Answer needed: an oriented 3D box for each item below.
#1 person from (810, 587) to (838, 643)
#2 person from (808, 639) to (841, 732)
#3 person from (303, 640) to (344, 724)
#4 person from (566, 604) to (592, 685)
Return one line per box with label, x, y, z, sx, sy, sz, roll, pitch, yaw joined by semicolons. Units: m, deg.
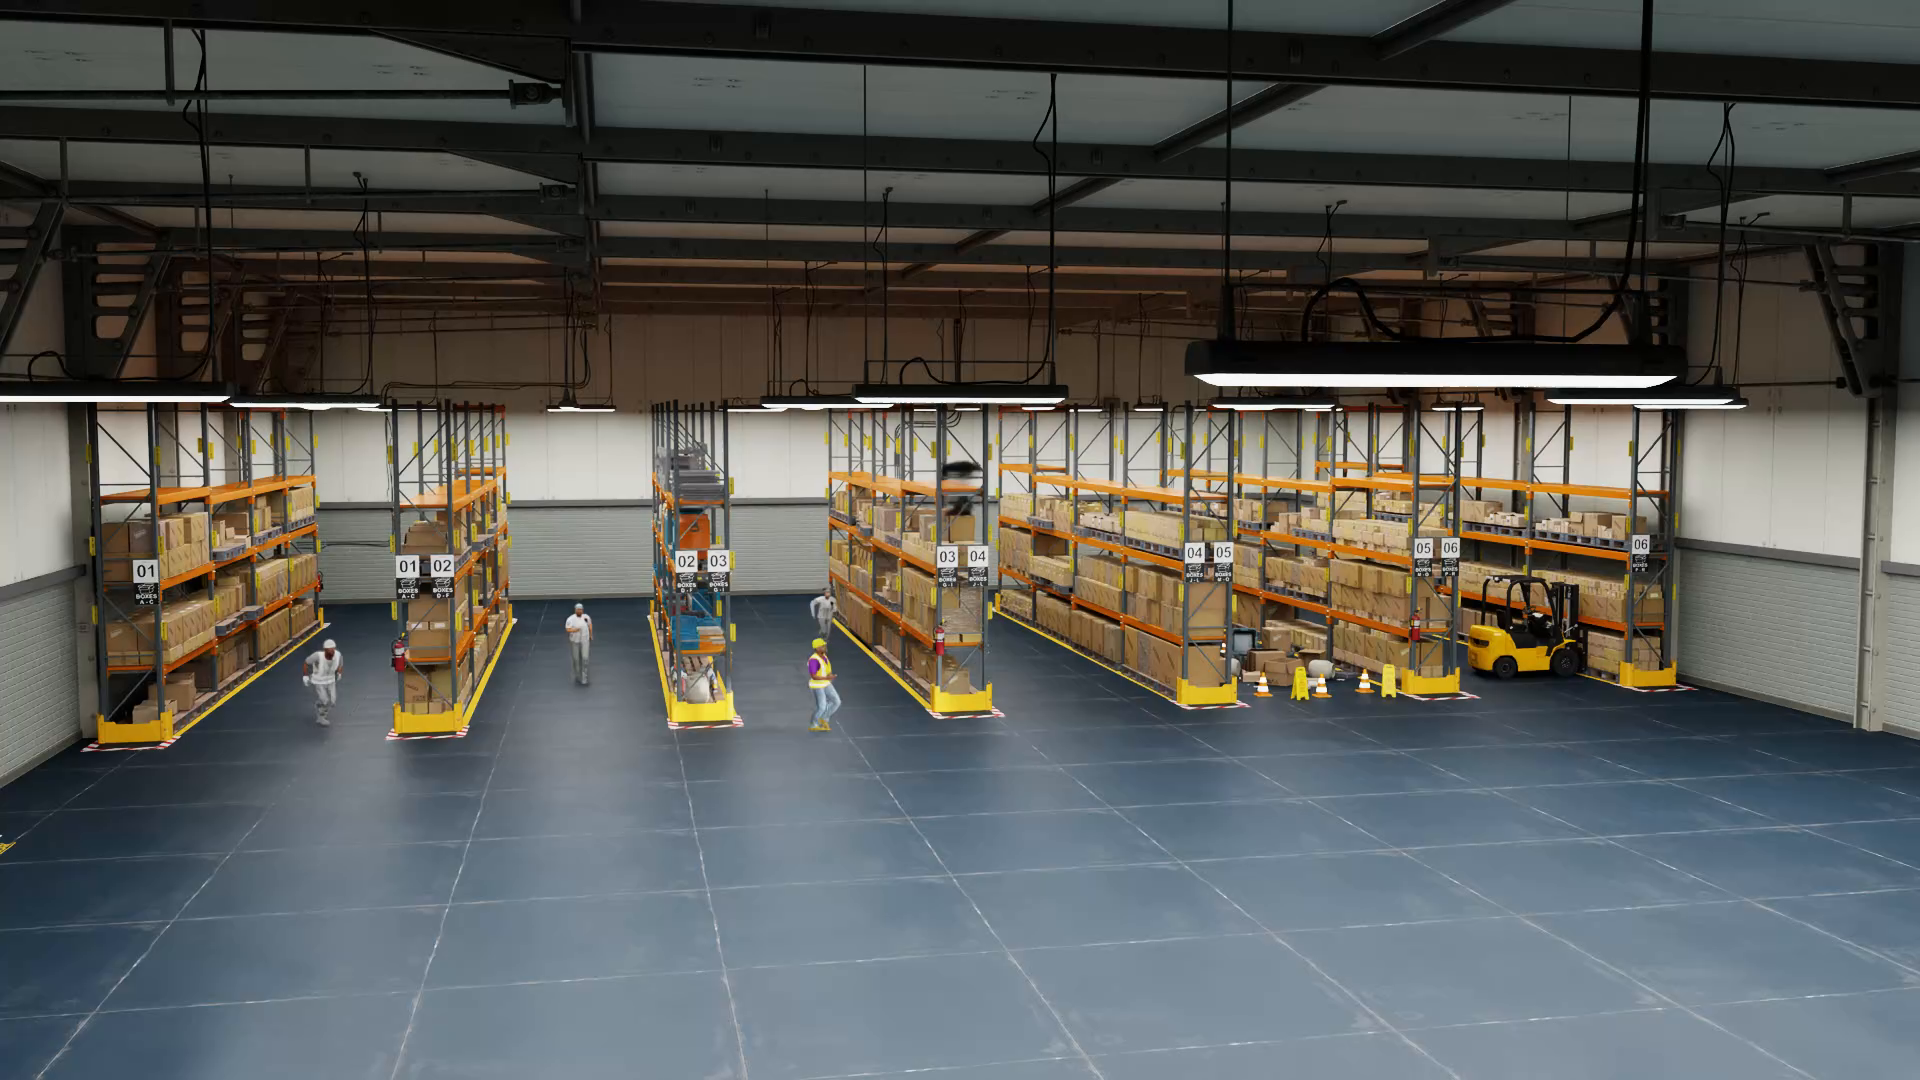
person;-3.234;1.914;39.941;0.606;1.614;0.685;-2;5;-25
person;-2.492;2.622;29.802;0.639;1.735;0.676;2;5;25
person;-11.635;2.603;30.422;0.690;1.594;0.770;-4;6;-43
person;-8.148;2.203;35.588;0.564;1.712;0.854;-1;4;-15
